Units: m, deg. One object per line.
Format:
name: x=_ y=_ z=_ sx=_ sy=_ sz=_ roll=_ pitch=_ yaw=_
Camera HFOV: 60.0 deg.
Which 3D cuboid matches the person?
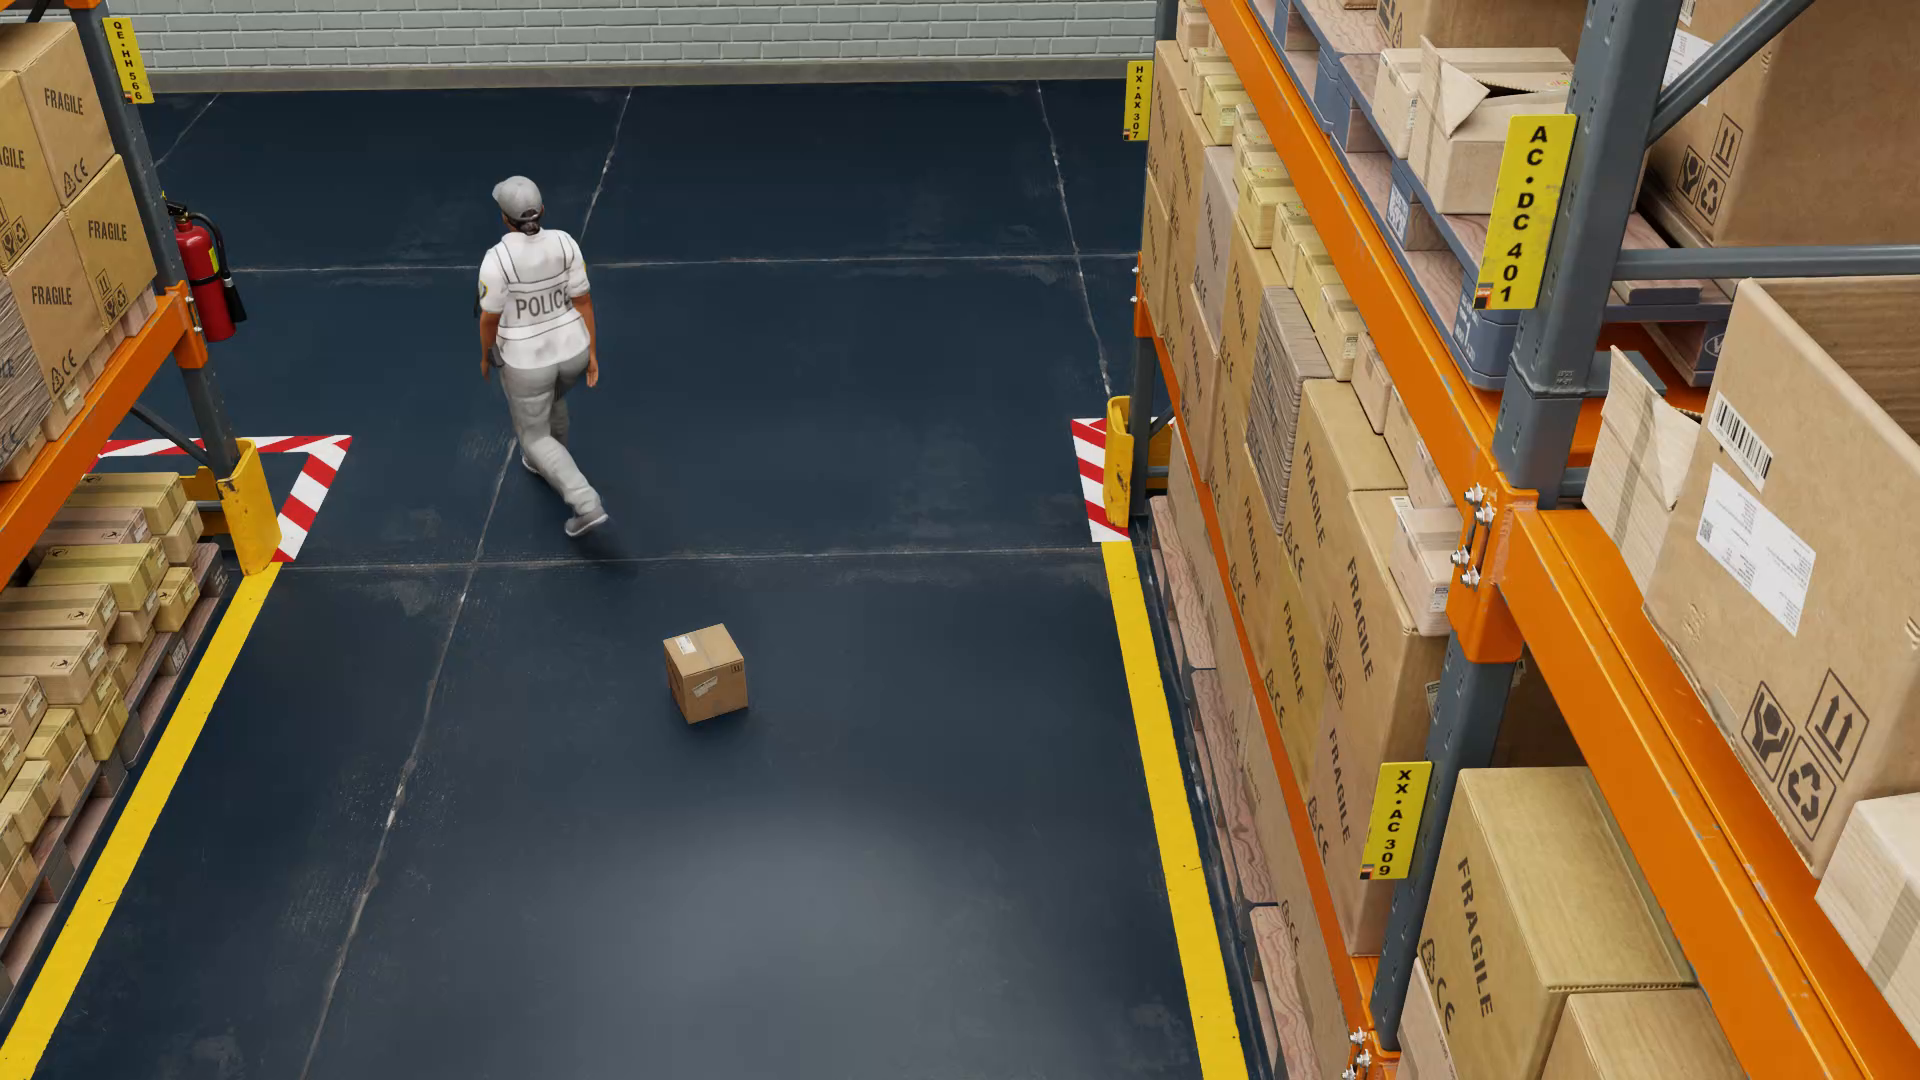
person: x=-1.830 y=-0.818 z=7.279 sx=0.473 sy=1.616 sz=0.931 roll=-30 pitch=45 yaw=-35
